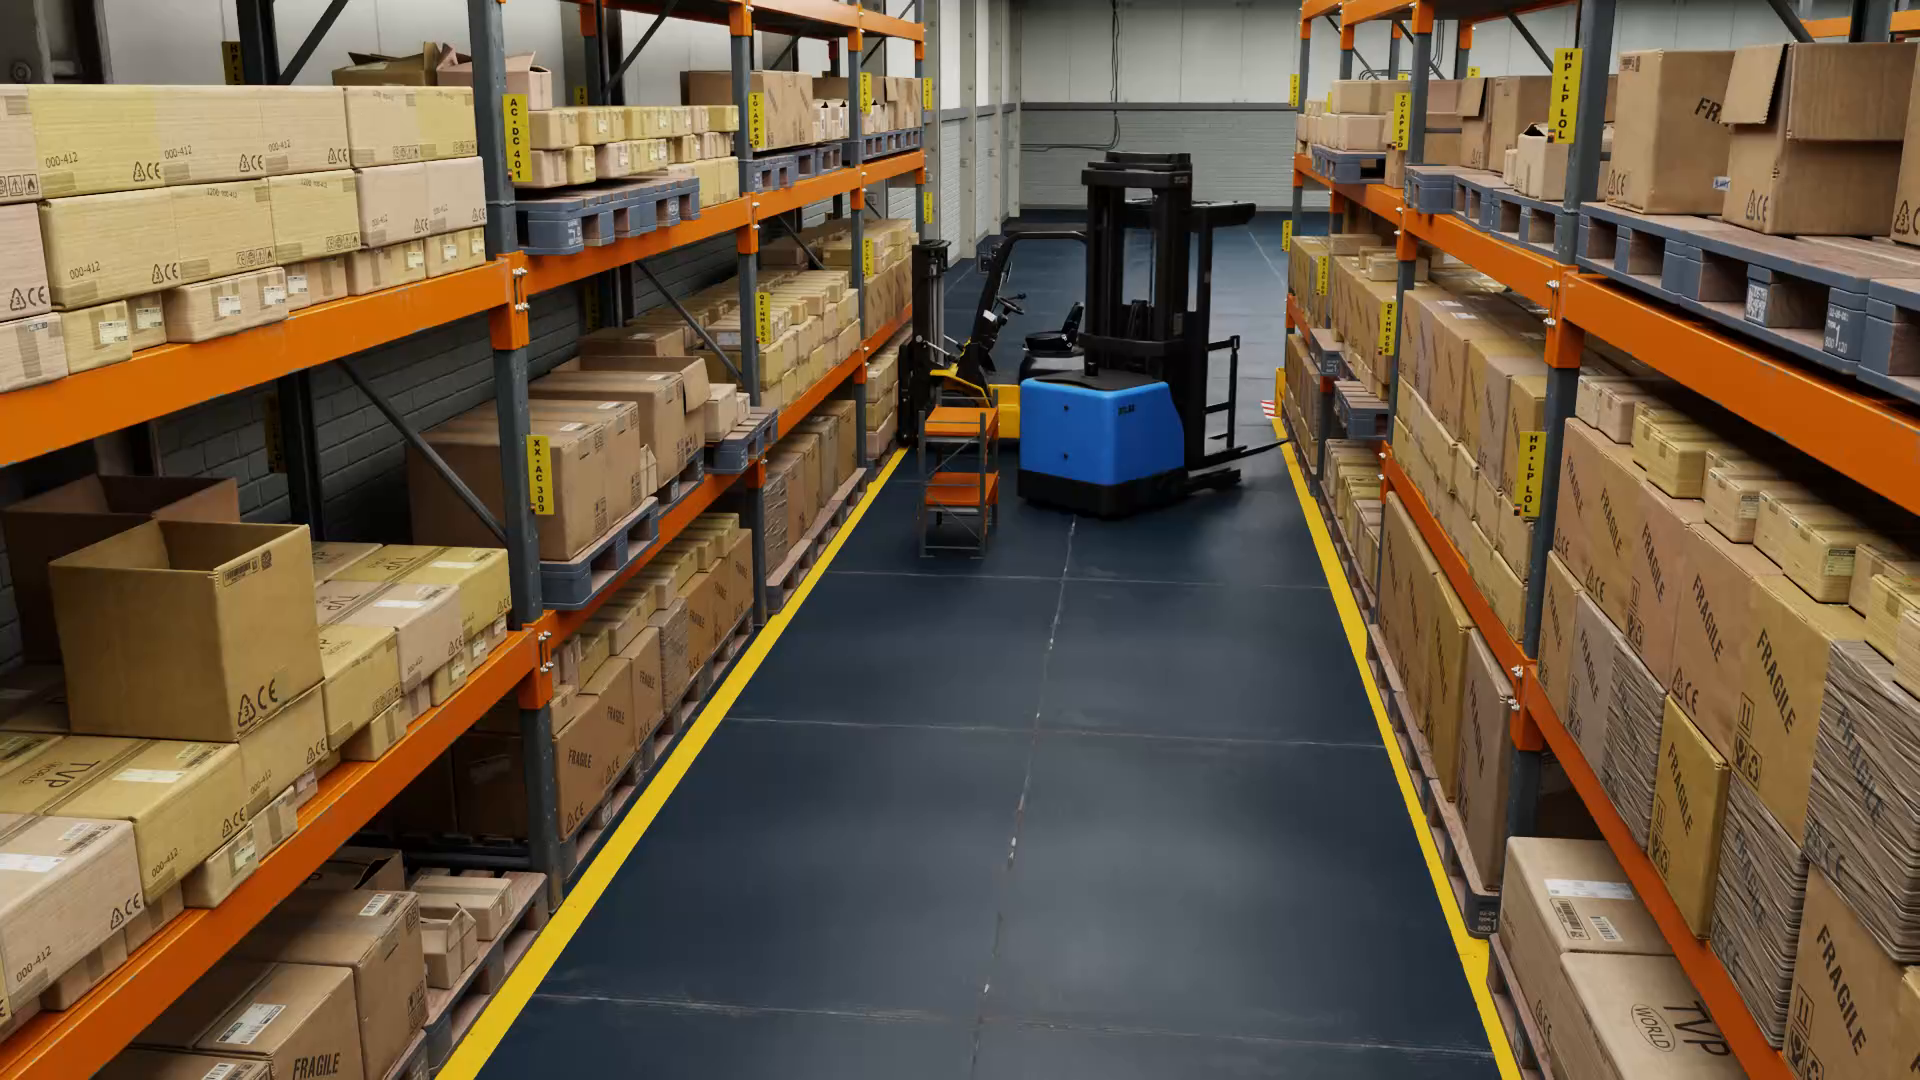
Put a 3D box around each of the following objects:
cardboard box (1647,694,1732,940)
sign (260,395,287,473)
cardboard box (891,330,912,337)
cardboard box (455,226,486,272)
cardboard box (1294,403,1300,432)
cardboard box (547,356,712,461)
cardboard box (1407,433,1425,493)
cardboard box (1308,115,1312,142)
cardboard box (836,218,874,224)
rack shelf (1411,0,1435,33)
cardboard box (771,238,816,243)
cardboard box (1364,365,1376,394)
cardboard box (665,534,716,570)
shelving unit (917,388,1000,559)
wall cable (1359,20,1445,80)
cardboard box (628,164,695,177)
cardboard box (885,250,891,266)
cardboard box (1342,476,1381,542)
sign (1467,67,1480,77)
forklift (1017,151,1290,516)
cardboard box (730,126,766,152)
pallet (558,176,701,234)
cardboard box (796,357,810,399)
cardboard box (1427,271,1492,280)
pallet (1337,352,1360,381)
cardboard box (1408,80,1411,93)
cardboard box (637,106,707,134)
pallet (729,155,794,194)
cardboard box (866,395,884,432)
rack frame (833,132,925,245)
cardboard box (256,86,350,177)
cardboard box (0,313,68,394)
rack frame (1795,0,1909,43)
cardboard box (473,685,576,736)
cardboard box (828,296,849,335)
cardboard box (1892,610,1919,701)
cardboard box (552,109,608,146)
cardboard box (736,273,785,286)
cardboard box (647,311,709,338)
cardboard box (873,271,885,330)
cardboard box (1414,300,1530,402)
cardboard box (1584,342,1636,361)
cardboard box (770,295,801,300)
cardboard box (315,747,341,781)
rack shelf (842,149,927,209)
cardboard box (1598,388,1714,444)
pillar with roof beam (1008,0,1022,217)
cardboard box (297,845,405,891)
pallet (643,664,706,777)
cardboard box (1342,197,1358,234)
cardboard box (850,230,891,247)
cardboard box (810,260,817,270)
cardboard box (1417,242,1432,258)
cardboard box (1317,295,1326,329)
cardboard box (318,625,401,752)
[{"bbox_3d":[2.196,0.745,4.467,0.500,0.500,0.500,2,15,8],"label":"cardboard box"},{"bbox_3d":[-2.794,-0.433,6.798,0.100,0.325,0.005,2,15,6],"label":"sign"},{"bbox_3d":[-0.682,-2.068,17.609,0.500,0.250,0.500,2,15,7],"label":"cardboard box"},{"bbox_3d":[-1.989,-1.083,6.156,0.380,0.149,0.250,2,15,6],"label":"cardboard box"},{"bbox_3d":[3.565,-1.226,16.412,0.500,0.250,0.500,3,15,10],"label":"cardboard box"},{"bbox_3d":[-1.791,-0.720,9.074,0.797,0.503,0.637,1,15,5],"label":"cardboard box"},{"bbox_3d":[2.796,-0.425,9.275,0.500,0.250,0.500,1,15,5],"label":"cardboard box"},{"bbox_3d":[3.623,-3.957,16.020,0.500,0.250,0.500,2,15,8],"label":"cardboard box"},{"bbox_3d":[-1.138,-3.395,17.966,0.380,0.149,0.250,1,15,5],"label":"cardboard box"},{"bbox_3d":[2.916,-2.588,7.636,1.077,0.370,4.000,2,15,6],"label":"rack shelf"},{"bbox_3d":[-1.551,-2.730,15.506,0.380,0.149,0.250,1,15,5],"label":"cardboard box"},{"bbox_3d":[2.887,-1.062,11.021,0.380,0.149,0.250,2,15,6],"label":"cardboard box"},{"bbox_3d":[-1.668,0.069,9.901,0.380,0.149,0.250,1,15,4],"label":"cardboard box"},{"bbox_3d":[-0.001,-0.541,13.009,0.538,1.125,1.048,2,15,6],"label":"shelving unit"},{"bbox_3d":[12.601,-15.577,47.013,2.305,6.003,0.169,2,15,6],"label":"wall cable"},{"bbox_3d":[-1.720,-1.871,8.876,0.500,0.250,0.500,2,15,6],"label":"cardboard box"},{"bbox_3d":[-0.869,-2.701,15.969,0.380,0.149,0.250,1,15,4],"label":"cardboard box"},{"bbox_3d":[3.382,-0.219,12.456,0.950,0.372,0.625,2,15,8],"label":"cardboard box"},{"bbox_3d":[4.145,-3.660,13.461,0.100,0.325,0.005,2,15,6],"label":"sign"},{"bbox_3d":[1.868,-1.929,14.681,1.130,2.935,3.031,14,20,41],"label":"forklift"},{"bbox_3d":[-1.449,-2.564,10.601,0.380,0.166,0.250,2,15,6],"label":"cardboard box"},{"bbox_3d":[-1.985,-1.652,8.138,1.213,0.211,1.003,2,15,6],"label":"pallet"},{"bbox_3d":[-1.385,-1.195,12.124,0.500,0.250,0.500,1,15,4],"label":"cardboard box"},{"bbox_3d":[3.592,-1.658,11.981,0.500,0.500,0.500,1,15,4],"label":"cardboard box"},{"bbox_3d":[3.325,-1.173,12.120,1.003,0.211,1.213,2,15,6],"label":"pallet"},{"bbox_3d":[3.654,-3.454,12.966,0.500,0.250,0.500,2,15,8],"label":"cardboard box"},{"bbox_3d":[-1.650,-2.374,9.402,0.380,0.149,0.250,1,15,4],"label":"cardboard box"},{"bbox_3d":[-1.803,-2.431,11.022,1.213,0.211,1.003,2,15,9],"label":"pallet"},{"bbox_3d":[-0.978,-1.166,15.234,0.500,0.250,0.500,2,15,6],"label":"cardboard box"},{"bbox_3d":[-0.888,-2.971,18.402,1.000,3.000,0.127,2,15,6],"label":"rack frame"},{"bbox_3d":[-2.174,-1.218,4.933,0.500,0.250,0.500,2,15,7],"label":"cardboard box"},{"bbox_3d":[-2.246,-0.420,3.703,0.380,0.149,0.250,2,15,7],"label":"cardboard box"},{"bbox_3d":[8.974,-5.602,16.639,1.000,3.000,0.127,2,15,6],"label":"rack frame"},{"bbox_3d":[-1.937,0.747,7.394,0.380,0.149,0.250,2,15,9],"label":"cardboard box"},{"bbox_3d":[-1.191,-1.834,13.526,0.500,0.250,0.500,1,15,5],"label":"cardboard box"},{"bbox_3d":[2.031,0.245,3.159,0.380,0.149,0.250,2,15,6],"label":"cardboard box"},{"bbox_3d":[-1.742,-1.780,7.167,0.380,0.149,0.250,1,15,5],"label":"cardboard box"},{"bbox_3d":[-1.674,-2.142,13.902,0.380,0.149,0.250,1,15,4],"label":"cardboard box"},{"bbox_3d":[-1.947,-1.484,11.470,0.380,0.149,0.250,2,15,6],"label":"cardboard box"},{"bbox_3d":[-0.987,-2.225,15.451,0.500,0.500,0.500,2,15,7],"label":"cardboard box"},{"bbox_3d":[2.797,-1.032,9.125,0.500,0.500,0.500,2,15,6],"label":"cardboard box"},{"bbox_3d":[3.115,-0.613,7.574,0.500,0.500,0.500,1,15,5],"label":"cardboard box"},{"bbox_3d":[-1.393,-1.737,12.404,0.380,0.149,0.250,2,15,6],"label":"cardboard box"},{"bbox_3d":[-2.238,0.687,5.355,0.380,0.149,0.250,2,15,7],"label":"cardboard box"},{"bbox_3d":[-1.114,-3.553,16.186,1.077,0.370,4.000,2,15,6],"label":"rack shelf"},{"bbox_3d":[2.384,-0.416,5.604,0.380,0.149,0.250,2,15,7],"label":"cardboard box"},{"bbox_3d":[5.801,-13.367,45.355,9.100,9.000,0.400,2,15,6],"label":"pillar with roof beam"},{"bbox_3d":[-2.551,1.401,6.580,0.500,0.311,0.500,2,15,8],"label":"cardboard box"},{"bbox_3d":[-2.053,0.958,9.214,1.003,0.211,1.213,2,15,6],"label":"pallet"},{"bbox_3d":[3.990,-2.969,15.720,0.700,0.500,0.500,2,15,6],"label":"cardboard box"},{"bbox_3d":[-0.886,-2.979,16.427,0.380,0.149,0.250,2,15,7],"label":"cardboard box"},{"bbox_3d":[-1.526,-2.520,15.301,0.380,0.149,0.250,2,15,8],"label":"cardboard box"},{"bbox_3d":[3.701,-2.190,12.707,0.380,0.149,0.250,1,15,5],"label":"cardboard box"},{"bbox_3d":[3.396,-2.102,14.430,0.500,0.500,0.500,1,15,5],"label":"cardboard box"},{"bbox_3d":[-2.168,0.469,5.399,0.500,0.250,0.500,2,15,6],"label":"cardboard box"}]
